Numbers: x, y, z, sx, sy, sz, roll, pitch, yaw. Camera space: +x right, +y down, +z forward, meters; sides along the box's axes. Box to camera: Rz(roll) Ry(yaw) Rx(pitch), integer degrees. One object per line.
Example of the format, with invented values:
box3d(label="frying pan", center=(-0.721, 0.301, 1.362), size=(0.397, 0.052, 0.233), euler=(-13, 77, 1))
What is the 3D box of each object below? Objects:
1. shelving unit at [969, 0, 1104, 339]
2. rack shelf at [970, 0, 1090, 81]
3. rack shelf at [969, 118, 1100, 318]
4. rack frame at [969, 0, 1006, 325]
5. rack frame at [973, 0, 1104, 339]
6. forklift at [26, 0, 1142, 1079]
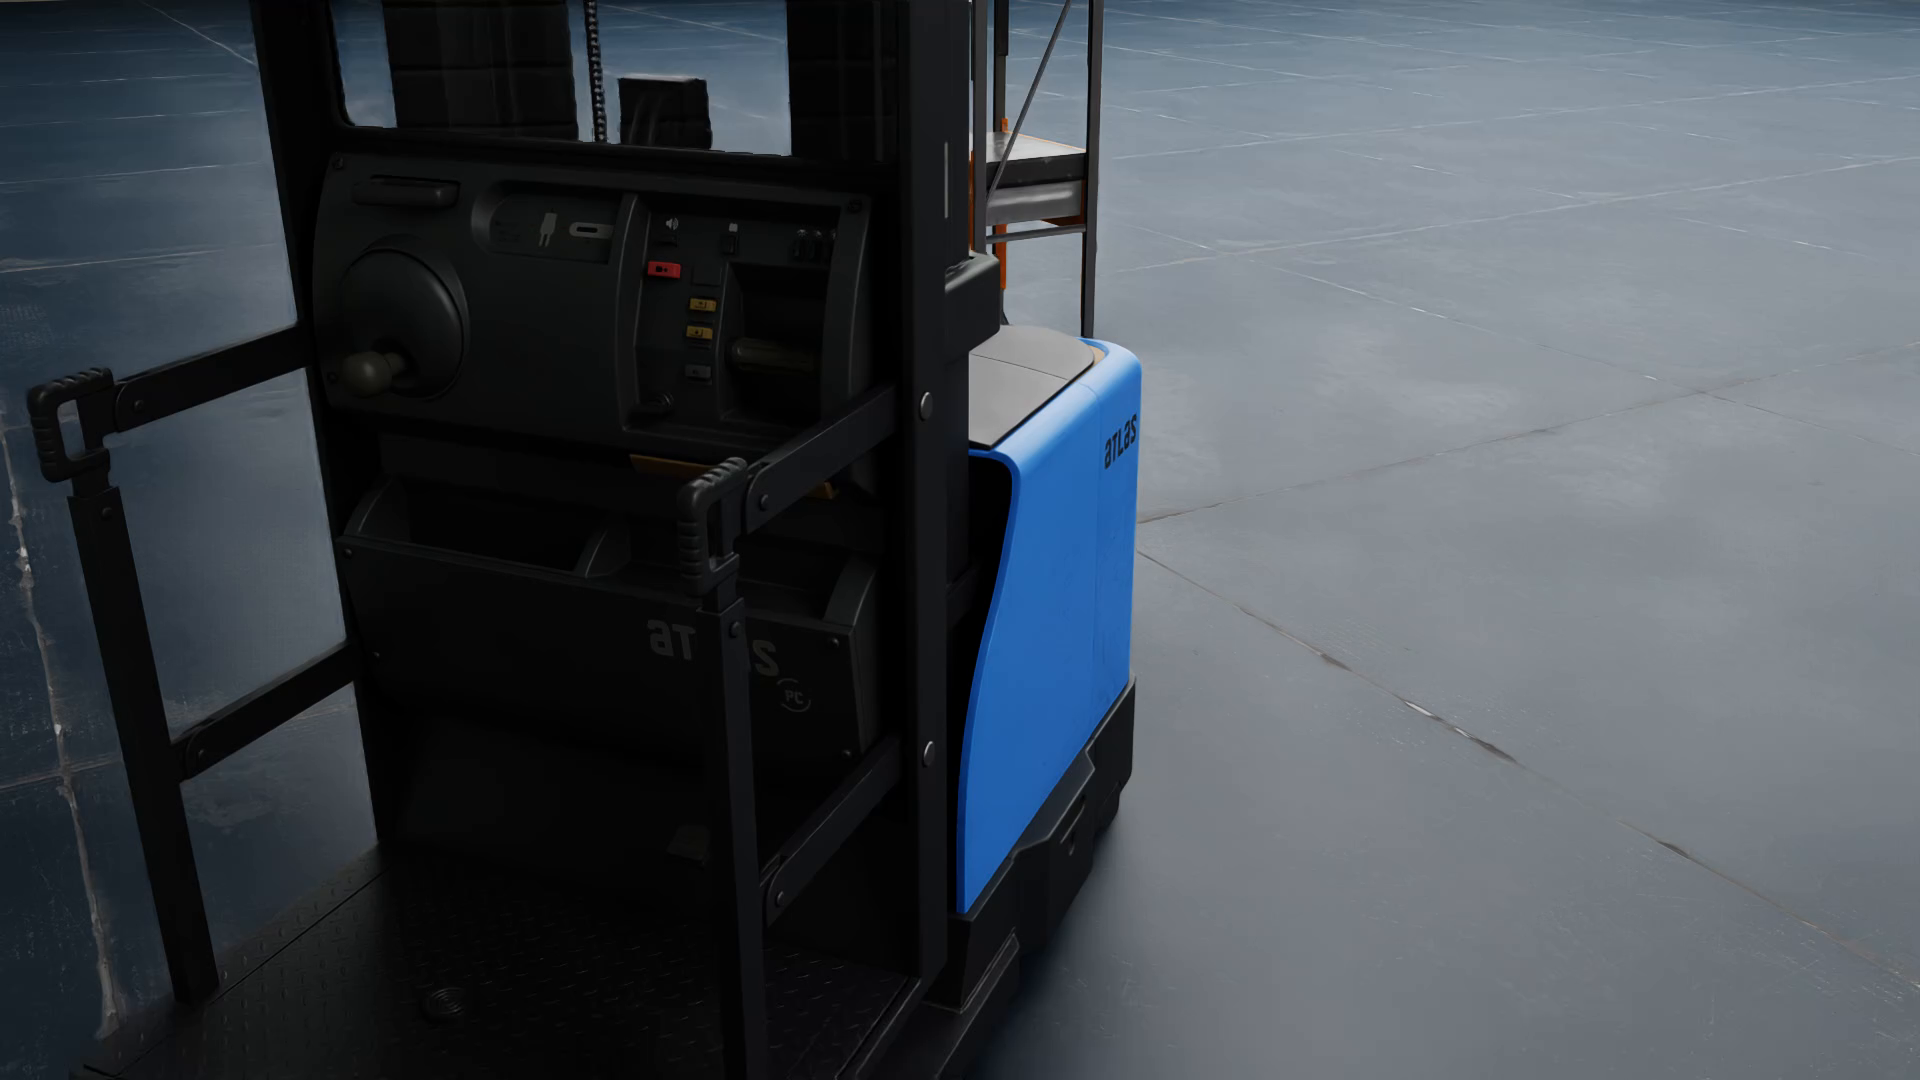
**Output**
box3d(label="shelving unit", center=(0.085, -0.919, 4.784), size=(0.431, 2.100, 0.503), euler=(-13, 25, -28))
box3d(label="rack shelf", center=(0.085, -1.555, 4.526), size=(0.431, 0.518, 0.480), euler=(-13, 25, -28))
box3d(label="rack shelf", center=(0.085, -0.906, 4.789), size=(0.431, 0.518, 0.480), euler=(-13, 25, -28))
box3d(label="rack frame", center=(-0.040, -0.998, 4.979), size=(0.400, 2.100, 0.015), euler=(-13, 25, -28))
box3d(label="rack frame", center=(0.209, -0.840, 4.590), size=(0.400, 2.100, 0.015), euler=(-13, 25, -28))
box3d(label="forklift", center=(-0.637, -0.335, 2.242), size=(1.130, 2.935, 3.031), euler=(9, 24, 21))
